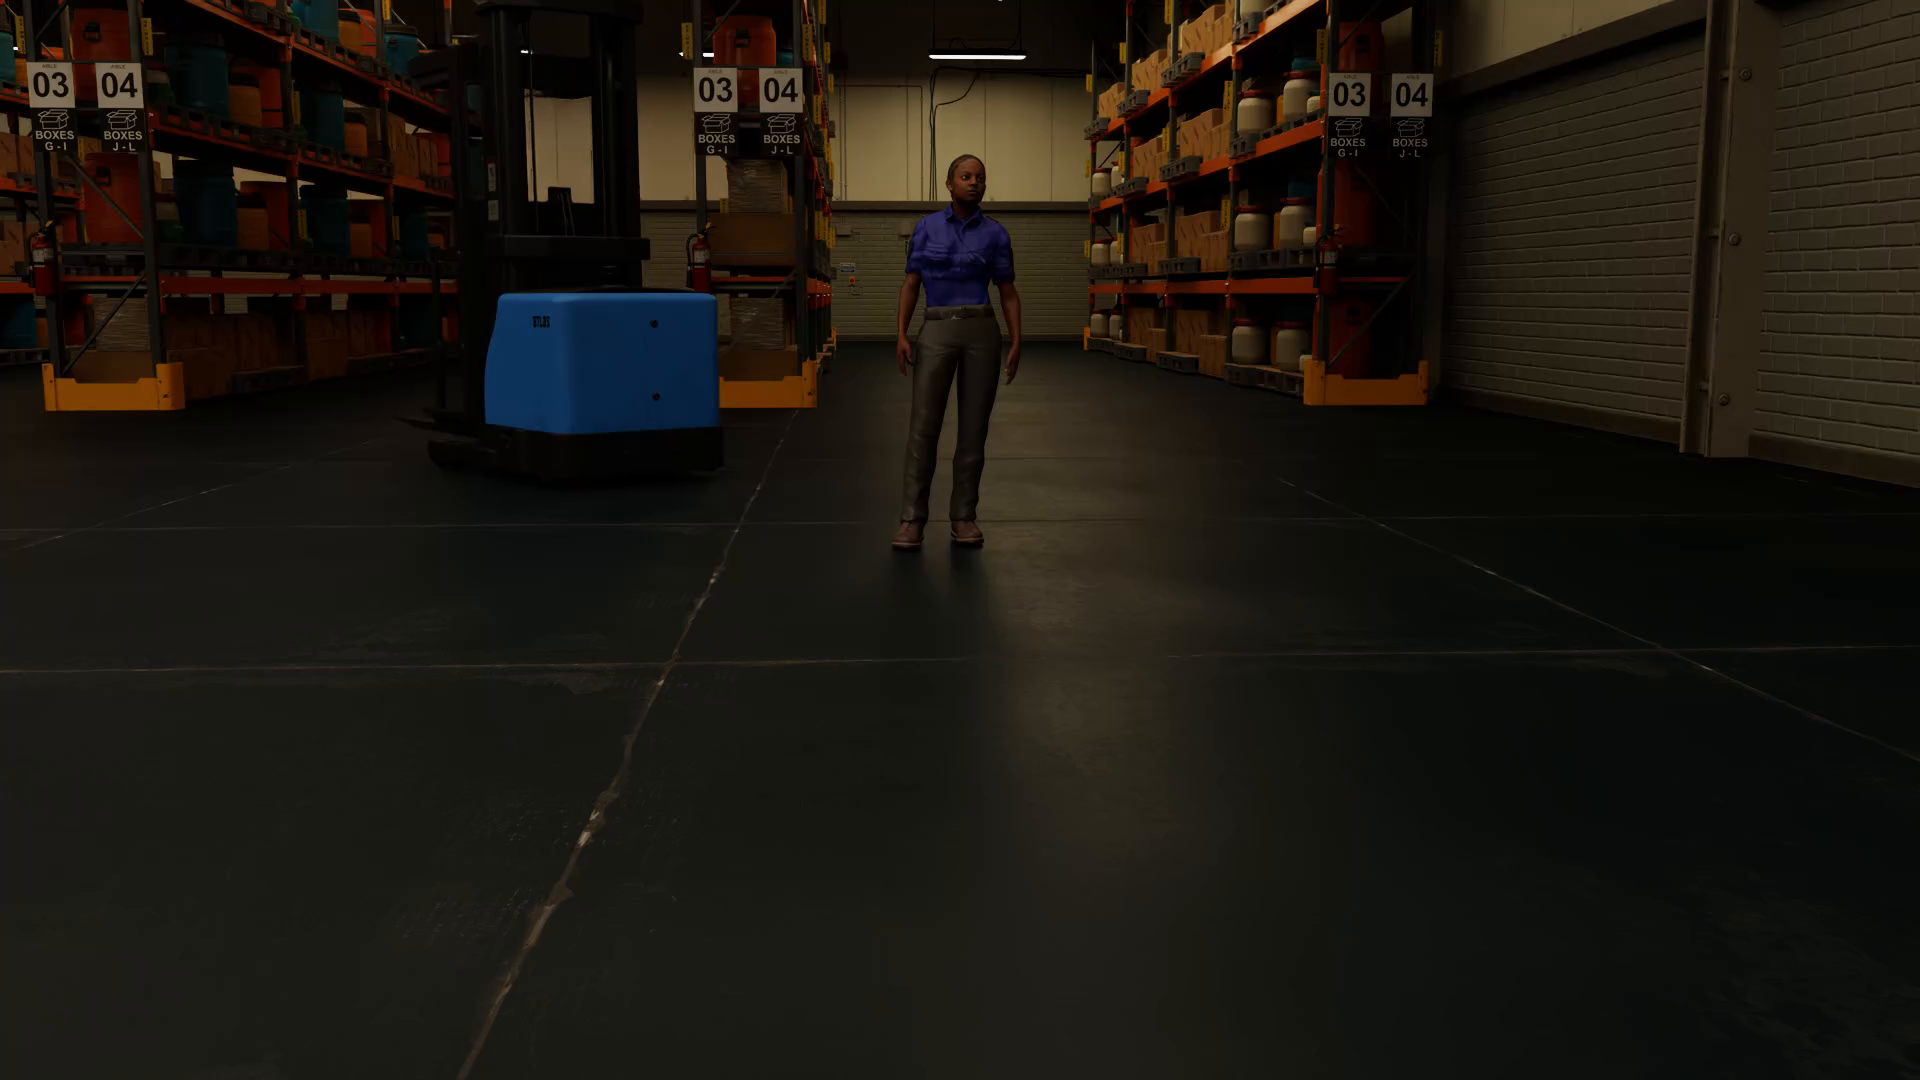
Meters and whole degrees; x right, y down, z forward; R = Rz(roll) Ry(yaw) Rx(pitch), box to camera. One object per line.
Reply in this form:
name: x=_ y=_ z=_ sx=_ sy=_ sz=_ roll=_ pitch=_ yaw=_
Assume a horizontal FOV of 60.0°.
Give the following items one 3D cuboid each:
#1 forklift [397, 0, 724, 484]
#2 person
forklift: x=-2.690 y=-1.931 z=10.338 sx=1.130 sy=2.935 sz=3.031 roll=-7 pitch=11 yaw=-38
person: x=-0.015 y=-0.812 z=7.100 sx=0.569 sy=1.654 sz=0.504 roll=-1 pitch=8 yaw=-4
